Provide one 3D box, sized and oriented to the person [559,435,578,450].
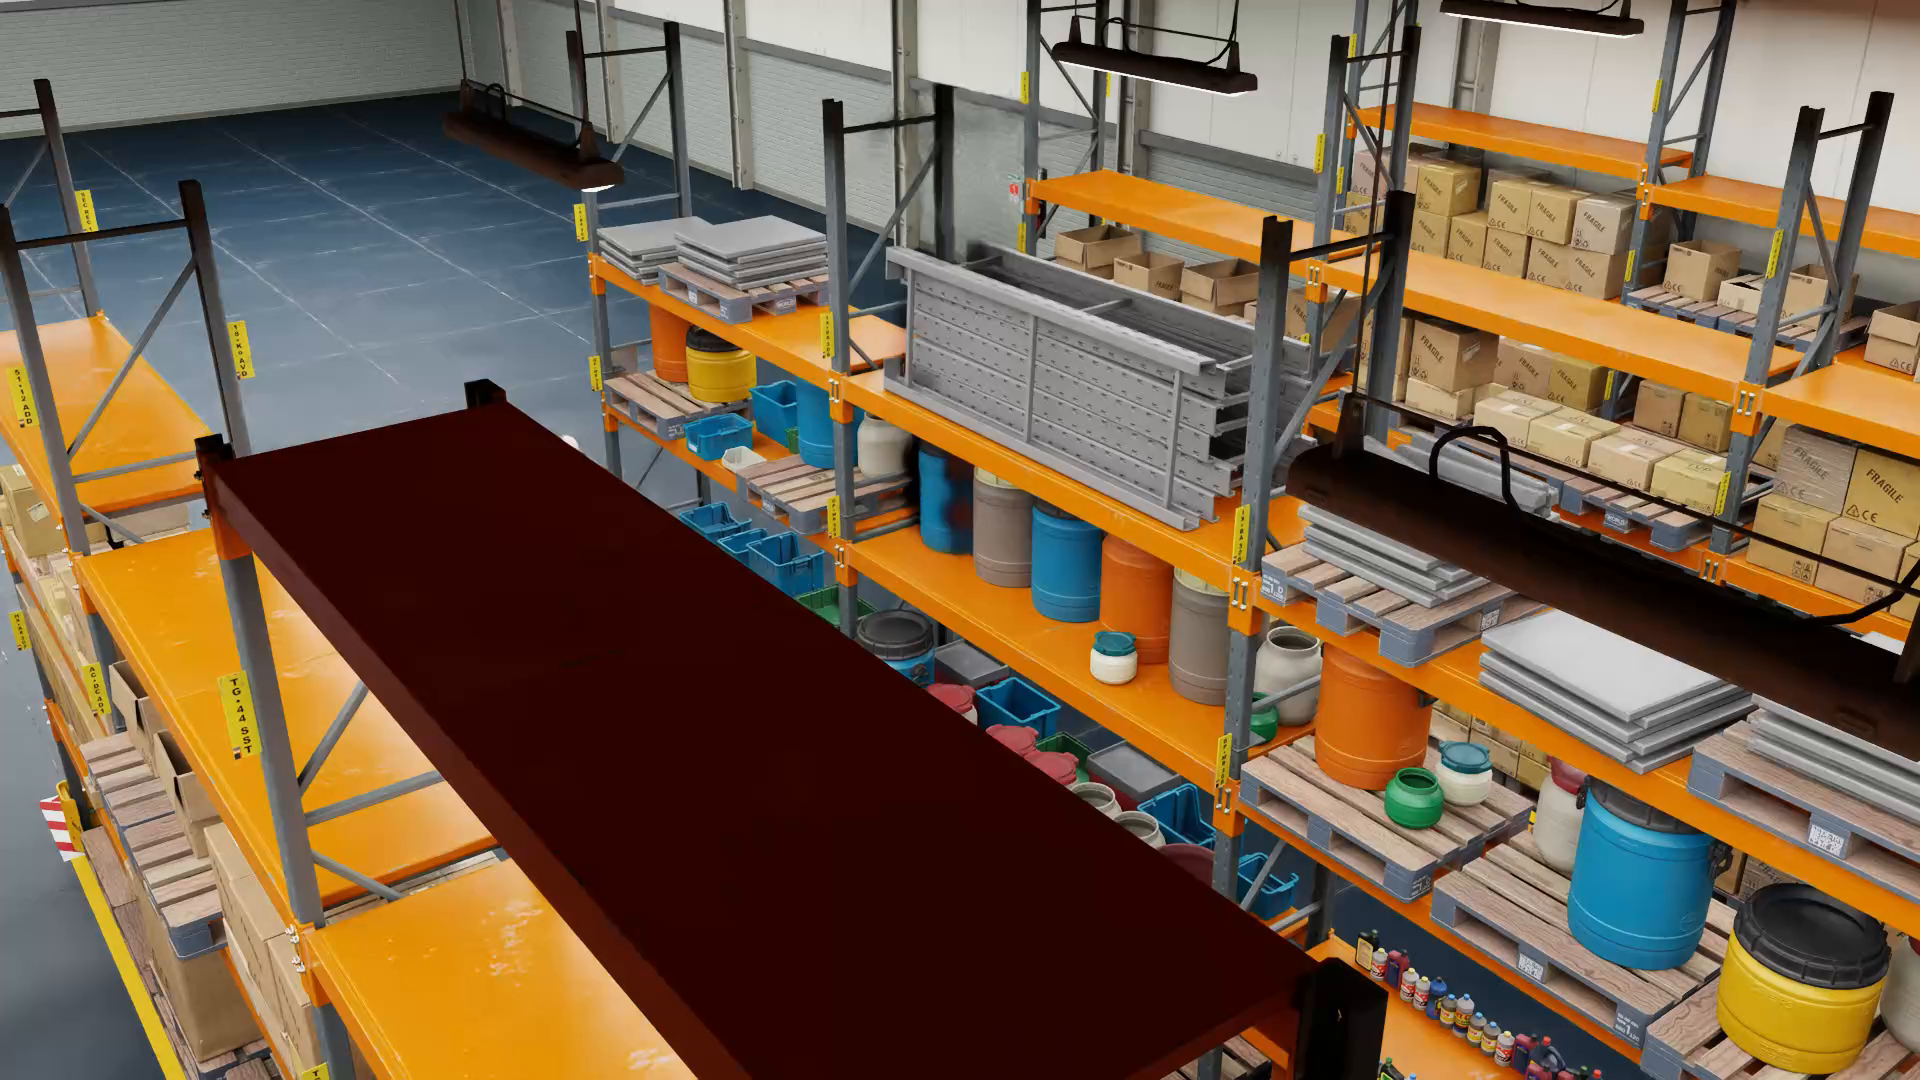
[{"bbox_3d":[-4.049,-0.276,17.508,0.833,1.757,0.671,1,25,3],"label":"person"}]
